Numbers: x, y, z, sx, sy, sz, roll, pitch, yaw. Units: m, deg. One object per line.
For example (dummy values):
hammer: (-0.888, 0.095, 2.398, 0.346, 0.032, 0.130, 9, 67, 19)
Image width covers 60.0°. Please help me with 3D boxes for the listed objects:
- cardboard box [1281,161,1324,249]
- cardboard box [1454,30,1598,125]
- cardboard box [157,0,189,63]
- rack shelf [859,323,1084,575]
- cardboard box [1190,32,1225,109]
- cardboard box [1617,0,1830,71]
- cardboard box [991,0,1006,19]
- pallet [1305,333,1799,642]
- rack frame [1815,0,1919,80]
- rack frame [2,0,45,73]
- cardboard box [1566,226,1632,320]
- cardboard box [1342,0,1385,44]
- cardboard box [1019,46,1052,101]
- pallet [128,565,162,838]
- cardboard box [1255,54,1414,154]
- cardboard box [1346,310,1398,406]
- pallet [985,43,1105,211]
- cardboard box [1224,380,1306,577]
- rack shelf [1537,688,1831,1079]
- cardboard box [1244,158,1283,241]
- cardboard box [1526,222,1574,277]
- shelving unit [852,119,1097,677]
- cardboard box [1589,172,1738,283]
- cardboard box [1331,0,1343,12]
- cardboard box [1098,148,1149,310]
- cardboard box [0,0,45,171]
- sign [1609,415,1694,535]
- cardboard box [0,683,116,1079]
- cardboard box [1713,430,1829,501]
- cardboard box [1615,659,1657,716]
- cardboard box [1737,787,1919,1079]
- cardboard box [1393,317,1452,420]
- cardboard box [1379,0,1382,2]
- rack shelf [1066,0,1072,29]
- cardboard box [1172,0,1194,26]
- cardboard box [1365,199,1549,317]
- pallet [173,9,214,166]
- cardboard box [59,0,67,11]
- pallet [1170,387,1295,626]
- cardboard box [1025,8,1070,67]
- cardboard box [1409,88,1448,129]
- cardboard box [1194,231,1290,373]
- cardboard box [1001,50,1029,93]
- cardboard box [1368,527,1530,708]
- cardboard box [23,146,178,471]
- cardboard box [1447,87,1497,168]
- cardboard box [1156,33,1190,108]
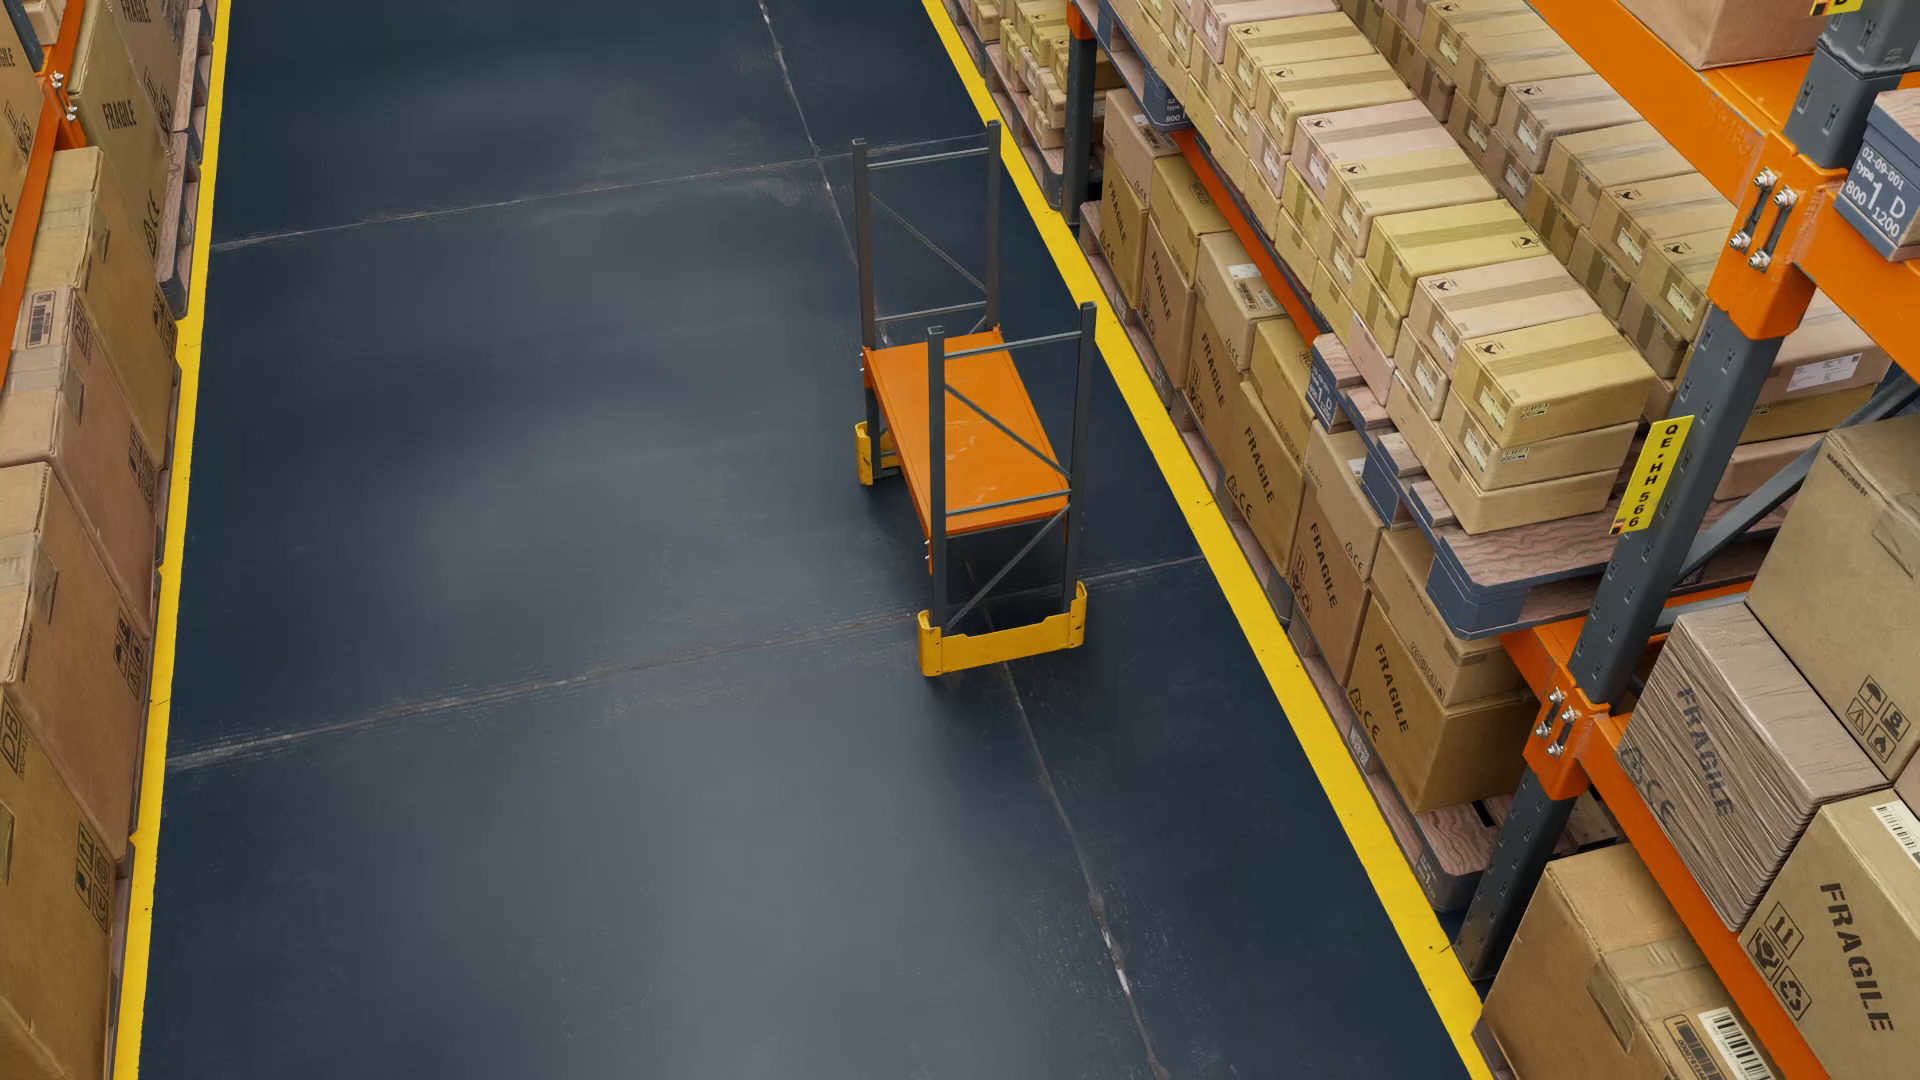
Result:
cardboard box: (1.158, -0.994, 4.797, 0.380, 0.149, 0.250, -11, 47, -11)
cardboard box: (1.720, -1.391, 4.978, 0.380, 0.149, 0.250, -9, 46, -9)
cardboard box: (-4.405, -2.896, 8.182, 0.875, 0.875, 0.875, -11, 47, -10)
rack shelf: (0.022, -0.340, 5.785, 0.538, 0.185, 1.000, -11, 47, -10)
cardboard box: (0.962, -1.526, 5.319, 0.380, 0.149, 0.250, -11, 47, -11)
cardboard box: (1.597, -1.295, 3.249, 0.500, 0.500, 0.500, -11, 47, -10)
cardboard box: (0.357, -2.766, 8.355, 0.380, 0.149, 0.250, -10, 46, -9)
pallet: (1.704, -0.268, 4.546, 1.213, 0.211, 1.003, -11, 47, -10)
rack frame: (1.989, -1.962, 1.872, 1.000, 3.000, 0.127, -11, 47, -10)
rack frame: (-3.855, -1.787, 5.901, 1.000, 3.000, 0.127, -11, 47, -10)
cardboard box: (1.917, -0.766, 4.574, 0.380, 0.149, 0.250, -12, 47, -12)
cardboard box: (1.527, -1.827, 5.614, 0.380, 0.149, 0.250, -13, 47, -12)
cardboard box: (0.496, -2.221, 7.820, 0.380, 0.149, 0.250, -13, 47, -12)
pallet: (-3.269, 0.552, 5.561, 1.003, 0.211, 1.213, -11, 47, -10)
cardboard box: (1.092, -1.277, 4.867, 0.380, 0.149, 0.250, -9, 46, -8)
cardboard box: (1.290, -0.527, 4.548, 0.380, 0.149, 0.250, -10, 46, -10)
pallet: (0.759, -2.105, 8.165, 1.003, 0.211, 1.213, -11, 47, -10)
cardboard box: (1.288, -0.262, 5.863, 0.500, 0.500, 0.500, -13, 47, -12)
rack shelf: (2.501, 1.770, 2.918, 1.077, 0.370, 4.000, -11, 47, -10)
cardboard box: (1.095, -1.064, 5.075, 0.380, 0.149, 0.250, -9, 46, -9)
cardboard box: (1.861, -0.825, 4.840, 0.380, 0.149, 0.250, -9, 46, -8)
shelving unit: (0.020, -0.472, 5.663, 0.587, 1.500, 1.083, -11, 47, -10)
cardboard box: (1.928, -0.839, 4.438, 0.380, 0.149, 0.250, -11, 47, -11)
cardboard box: (1.451, -1.920, 5.913, 0.380, 0.149, 0.250, -13, 47, -12)
cardboard box: (0.898, -1.337, 6.916, 0.500, 0.500, 0.500, -9, 46, -9)
cardboard box: (-3.472, -1.549, 5.598, 0.500, 0.500, 0.500, -11, 47, -10)
sign: (1.467, -0.134, 3.526, 0.100, 0.325, 0.005, -11, 47, -10)
cardboard box: (-2.988, 1.091, 4.274, 1.225, 0.875, 0.875, -13, 47, -12)
cardboard box: (2.070, -0.267, 4.293, 0.380, 0.149, 0.250, -11, 47, -11)
cardboard box: (2.055, 0.331, 5.282, 0.500, 0.500, 0.500, -13, 47, -12)
cardboard box: (1.976, 0.813, 3.283, 0.500, 0.500, 0.500, -11, 47, -11)
cardboard box: (1.353, -0.467, 4.281, 0.380, 0.149, 0.250, -9, 46, -9)
cardboard box: (1.517, -1.934, 5.510, 0.380, 0.149, 0.250, -12, 47, -12)
rack shelf: (0.453, -3.753, 8.331, 1.077, 0.370, 4.000, -11, 47, -10)
cardboard box: (0.889, -1.817, 5.396, 0.380, 0.149, 0.250, -11, 47, -11)
cardboard box: (1.291, -0.739, 4.339, 0.380, 0.149, 0.250, -9, 46, -9)
pallet: (-4.290, -2.194, 8.252, 1.003, 0.211, 1.213, -11, 47, -10)
cardboard box: (-3.677, -2.145, 6.428, 0.380, 0.149, 0.250, -12, 47, -12)
pallet: (1.482, -0.267, 6.364, 1.003, 0.211, 1.213, -11, 47, -10)
cardboard box: (0.519, -2.348, 7.737, 0.380, 0.149, 0.250, -10, 46, -10)
cardboard box: (1.663, -1.362, 5.366, 0.380, 0.149, 0.250, -12, 47, -12)
cardboard box: (1.164, -0.880, 5.943, 0.500, 0.250, 0.500, -9, 46, -9)
cardboard box: (0.420, -2.347, 8.152, 0.380, 0.149, 0.250, -12, 47, -12)
cardboard box: (1.561, 0.179, 4.905, 0.500, 0.250, 0.500, -12, 47, -11)
cardboard box: (-3.672, -0.752, 6.080, 1.225, 0.875, 0.875, -11, 47, -10)
cardboard box: (1.728, -1.285, 5.082, 0.380, 0.149, 0.250, -11, 47, -11)
cardboard box: (0.887, -1.614, 5.613, 0.380, 0.149, 0.250, -13, 47, -12)
